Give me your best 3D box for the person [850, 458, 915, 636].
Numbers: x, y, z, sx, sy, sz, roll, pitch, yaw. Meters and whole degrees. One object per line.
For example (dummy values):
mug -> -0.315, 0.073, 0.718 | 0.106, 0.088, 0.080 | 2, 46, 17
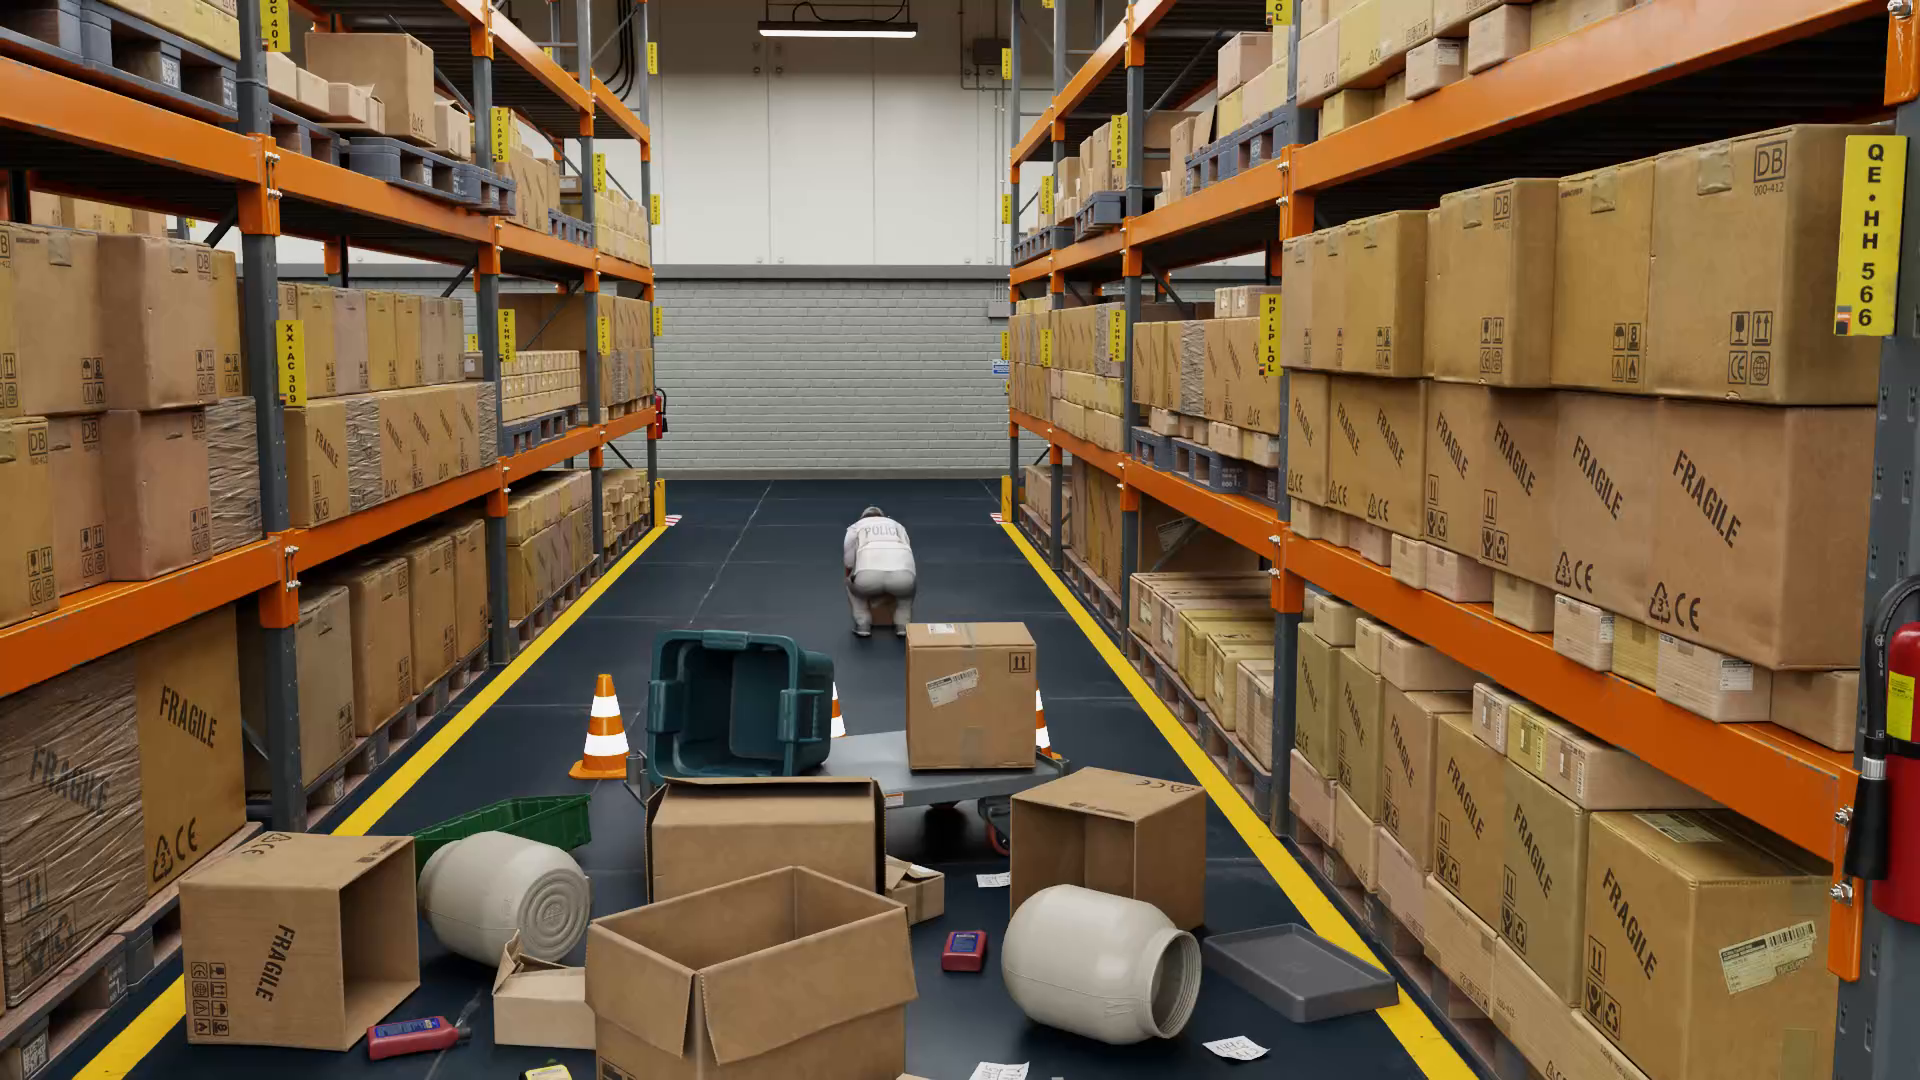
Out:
person -> -0.557, 0.045, 11.804 | 0.463, 1.204, 0.922 | -1, 7, -5
